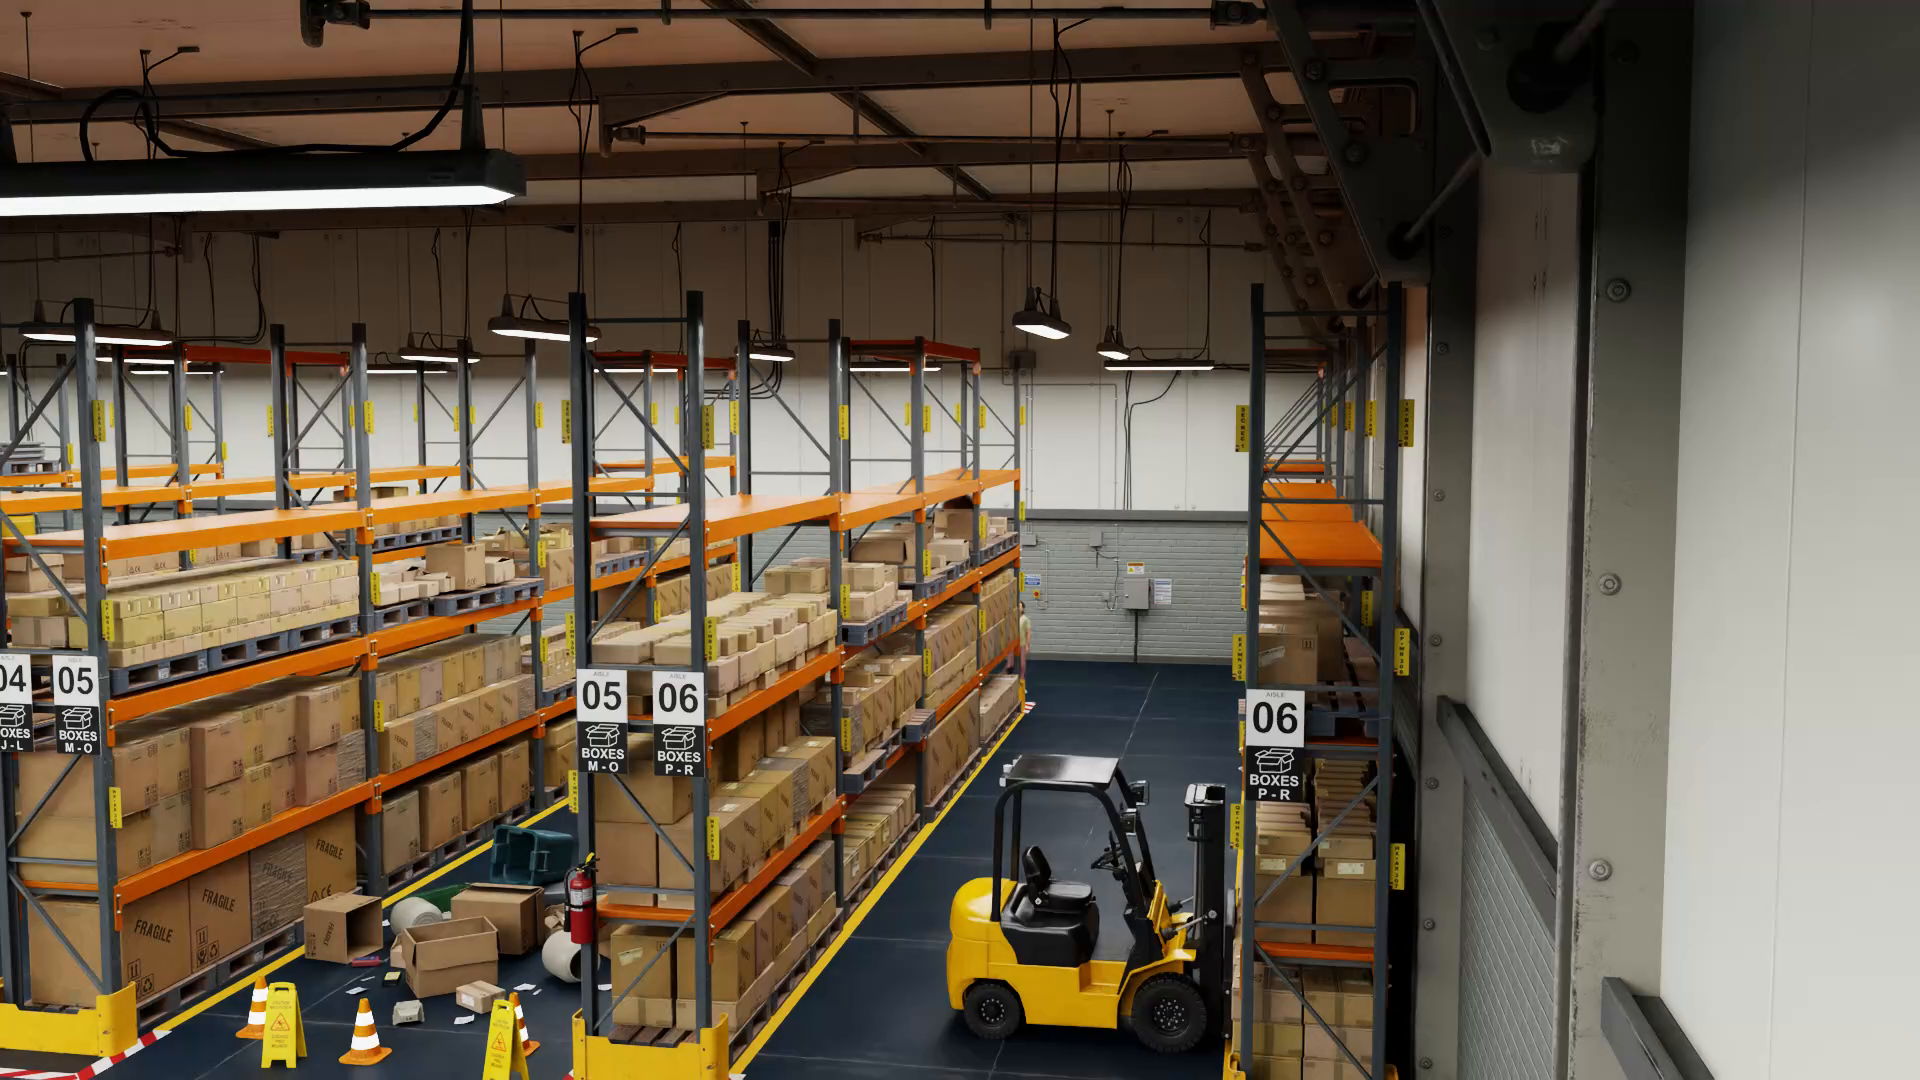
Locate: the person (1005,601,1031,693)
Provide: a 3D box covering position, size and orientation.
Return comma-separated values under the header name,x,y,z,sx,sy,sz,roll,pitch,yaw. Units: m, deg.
name,x,y,z,sx,sy,sz,roll,pitch,yaw
person,1.037,1.917,29.977,0.475,1.657,0.603,-1,5,-12
